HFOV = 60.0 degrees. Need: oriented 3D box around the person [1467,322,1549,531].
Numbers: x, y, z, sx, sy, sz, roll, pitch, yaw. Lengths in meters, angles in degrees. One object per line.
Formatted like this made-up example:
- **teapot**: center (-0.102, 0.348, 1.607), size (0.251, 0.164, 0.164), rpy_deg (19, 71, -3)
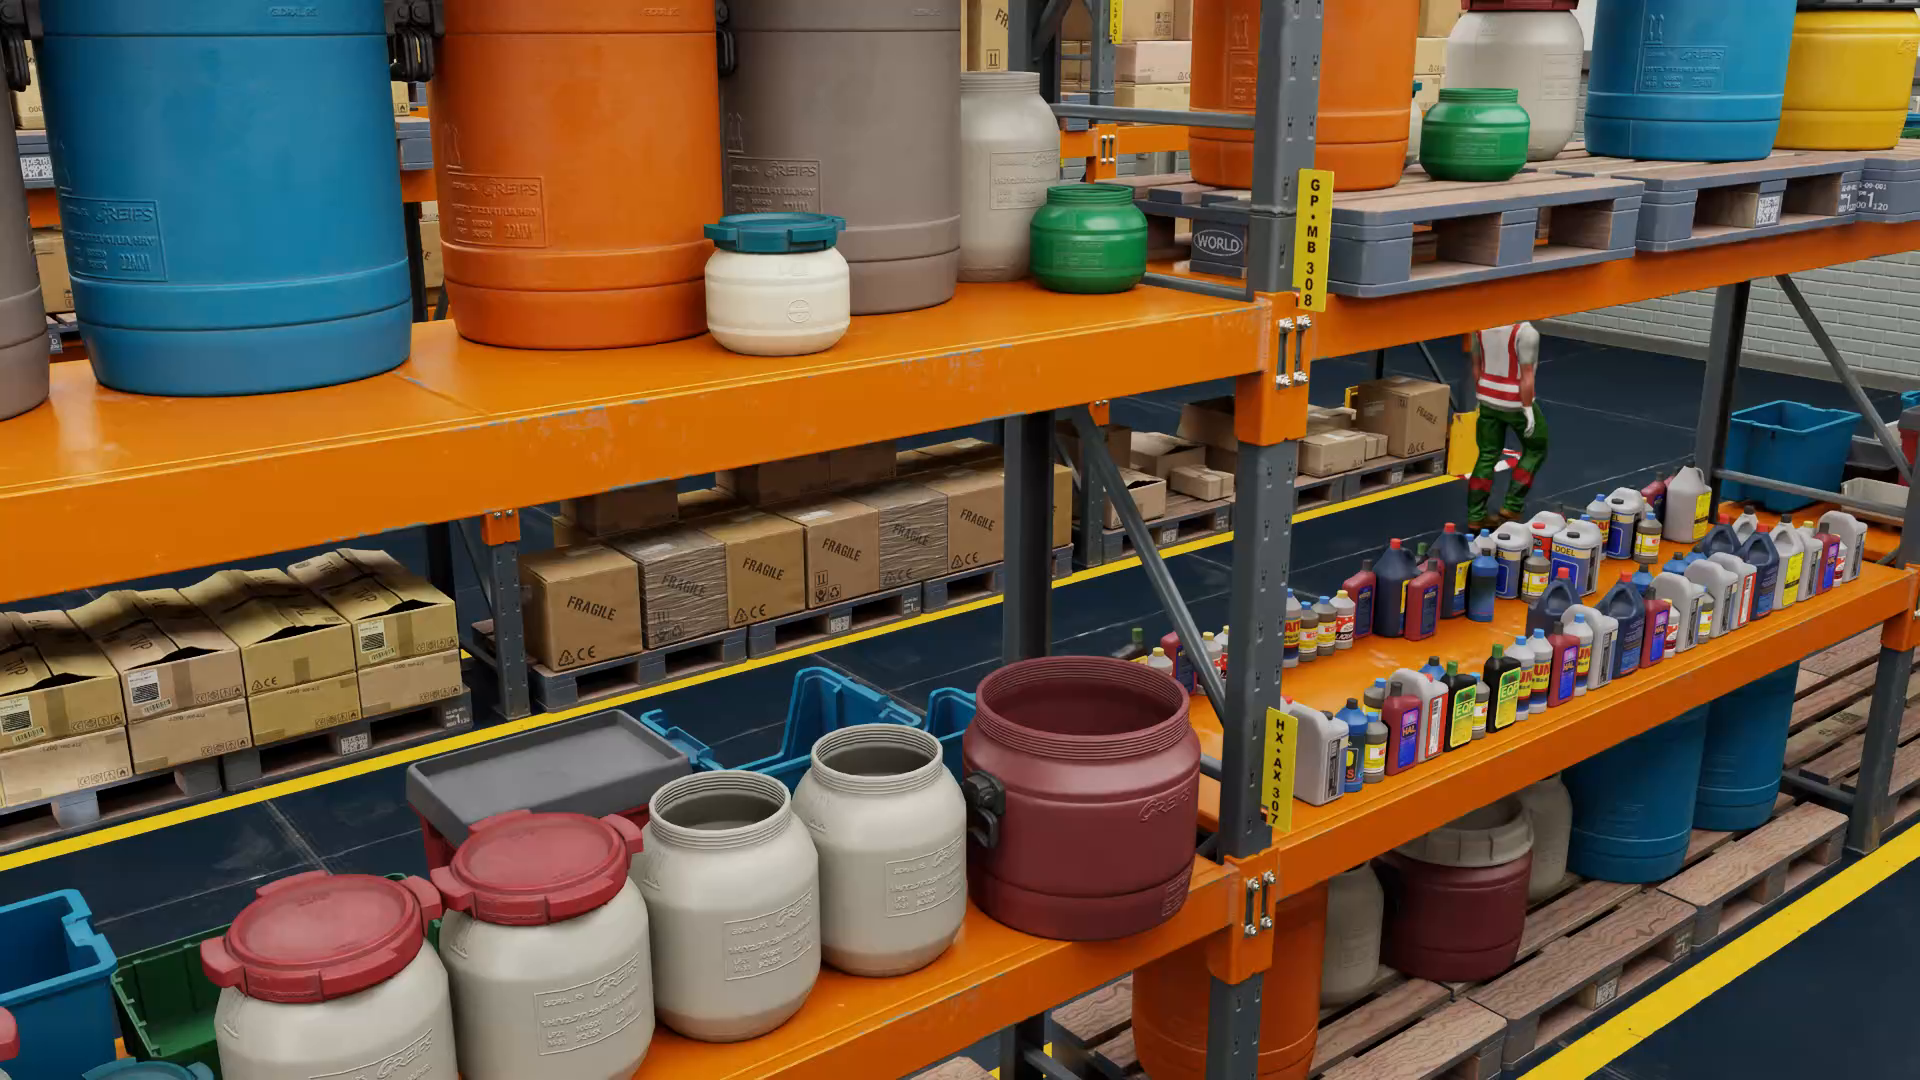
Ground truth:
- **person**: center (3.775, -0.918, 11.421), size (0.499, 1.831, 0.588), rpy_deg (-12, 21, -34)
